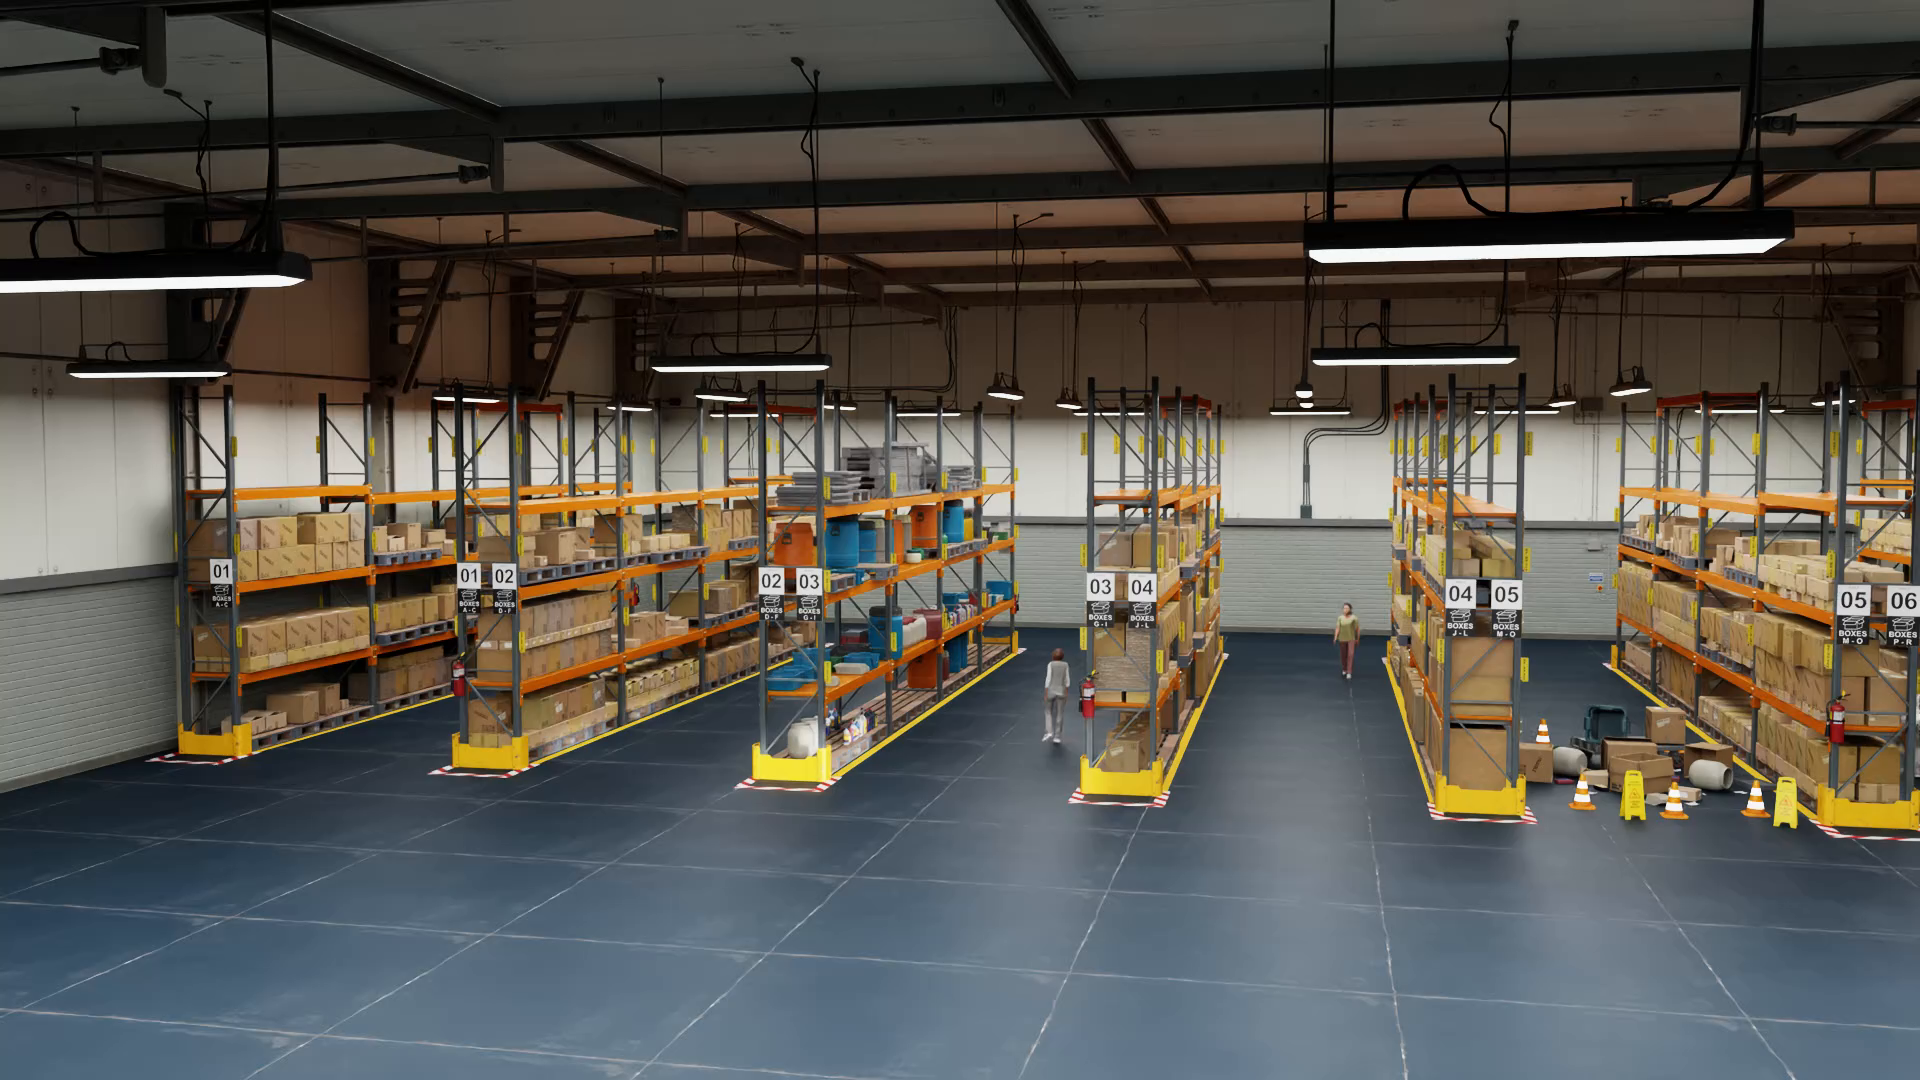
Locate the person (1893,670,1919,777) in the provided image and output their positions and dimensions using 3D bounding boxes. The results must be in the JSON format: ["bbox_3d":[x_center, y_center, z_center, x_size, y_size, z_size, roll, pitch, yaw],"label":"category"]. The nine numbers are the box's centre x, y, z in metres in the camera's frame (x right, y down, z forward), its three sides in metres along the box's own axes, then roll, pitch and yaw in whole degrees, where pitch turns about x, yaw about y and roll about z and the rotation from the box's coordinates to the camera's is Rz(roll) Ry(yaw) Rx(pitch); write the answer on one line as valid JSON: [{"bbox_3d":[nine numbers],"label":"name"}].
[{"bbox_3d":[14.532,2.797,25.421,0.538,1.578,0.706,1,3,15],"label":"person"}]

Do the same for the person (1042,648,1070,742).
[{"bbox_3d":[1.628,2.633,28.117,0.469,1.622,0.469,0,3,1],"label":"person"}]

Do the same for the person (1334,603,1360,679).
[{"bbox_3d":[8.352,2.164,35.913,0.545,1.604,1.060,1,3,16],"label":"person"}]
